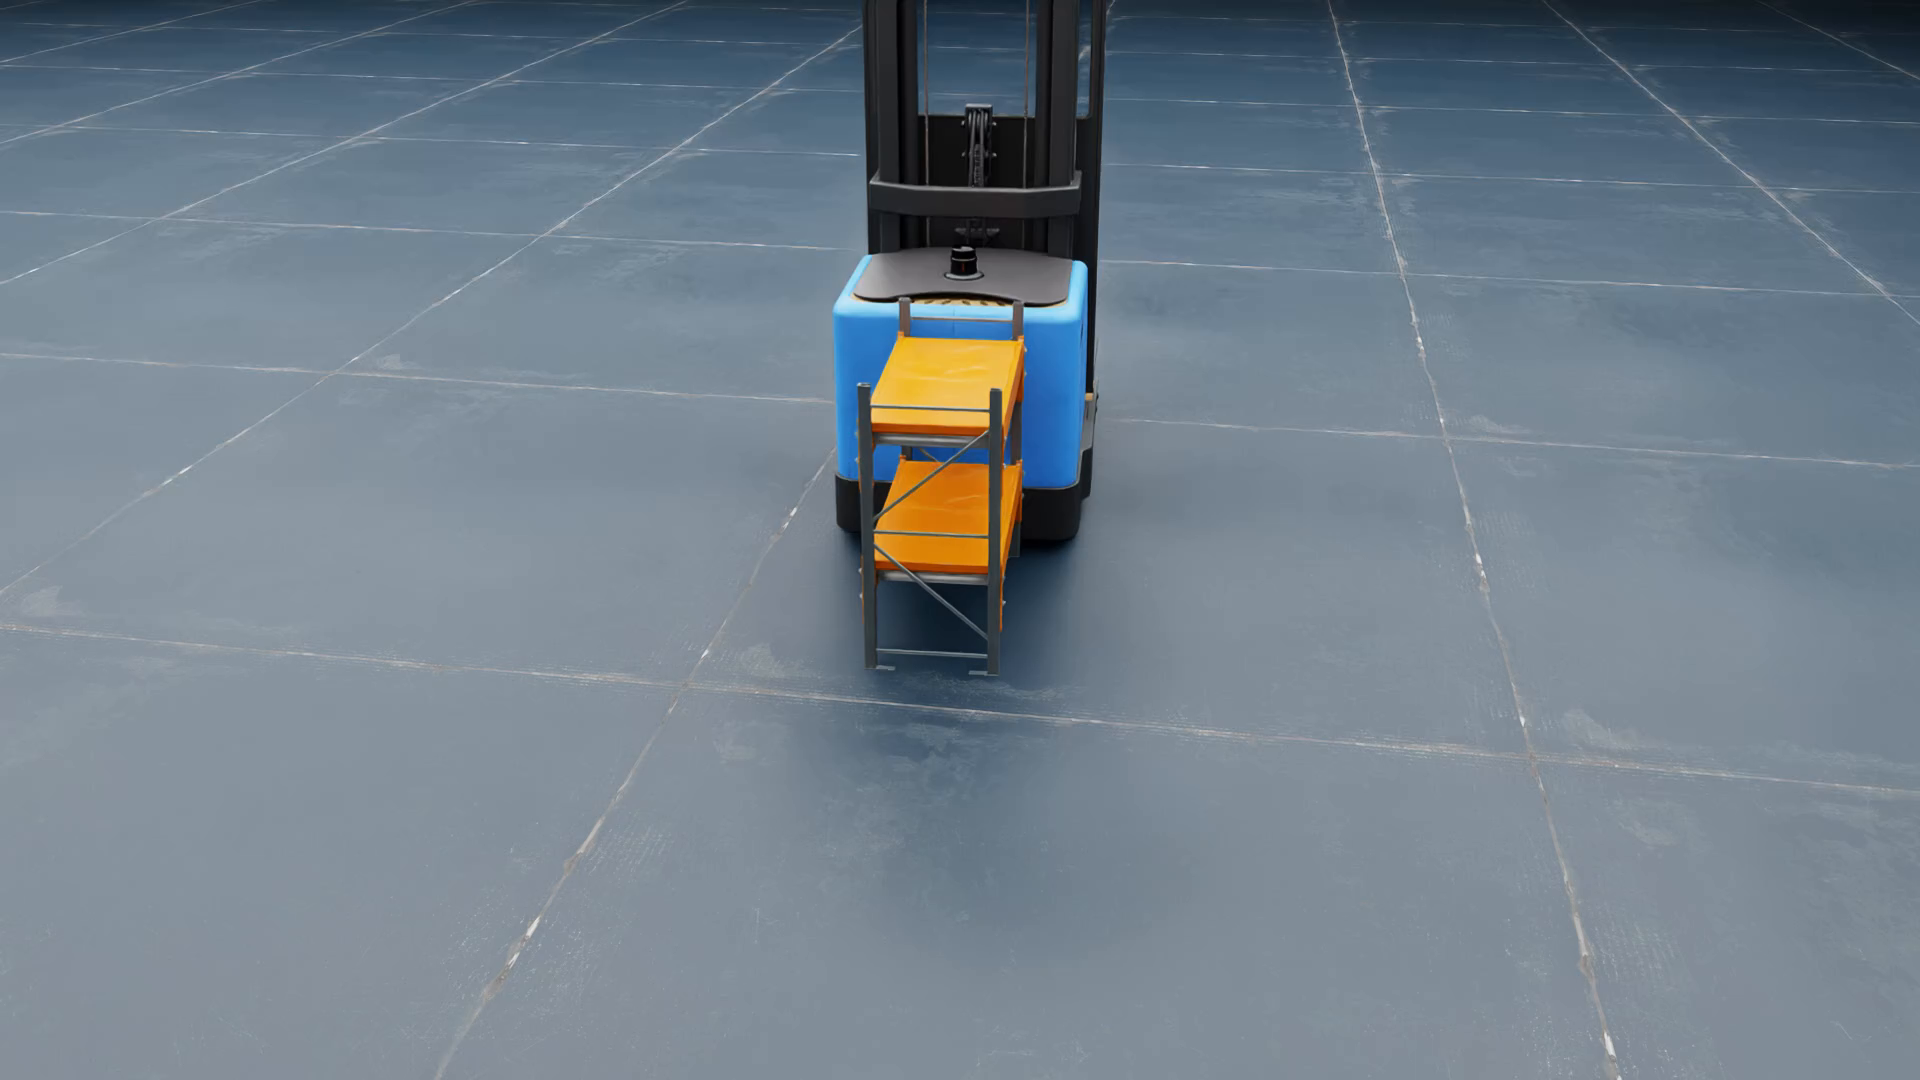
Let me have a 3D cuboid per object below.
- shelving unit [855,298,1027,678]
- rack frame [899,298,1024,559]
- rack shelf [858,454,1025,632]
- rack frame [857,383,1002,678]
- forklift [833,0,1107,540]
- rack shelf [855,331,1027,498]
[{"bbox_3d":[-0.050,-0.232,6.418,0.538,1.125,1.048,3,25,6],"label":"shelving unit"},{"bbox_3d":[0.005,-0.446,6.876,0.500,1.125,0.032,3,25,6],"label":"rack frame"},{"bbox_3d":[-0.050,-0.010,6.522,0.538,0.278,1.000,3,25,6],"label":"rack shelf"},{"bbox_3d":[-0.104,-0.018,5.961,0.500,1.125,0.032,3,25,6],"label":"rack frame"},{"bbox_3d":[0.136,-1.917,7.888,1.130,2.935,3.031,3,25,6],"label":"forklift"},{"bbox_3d":[-0.050,-0.497,6.294,0.538,0.278,1.000,3,25,6],"label":"rack shelf"}]
